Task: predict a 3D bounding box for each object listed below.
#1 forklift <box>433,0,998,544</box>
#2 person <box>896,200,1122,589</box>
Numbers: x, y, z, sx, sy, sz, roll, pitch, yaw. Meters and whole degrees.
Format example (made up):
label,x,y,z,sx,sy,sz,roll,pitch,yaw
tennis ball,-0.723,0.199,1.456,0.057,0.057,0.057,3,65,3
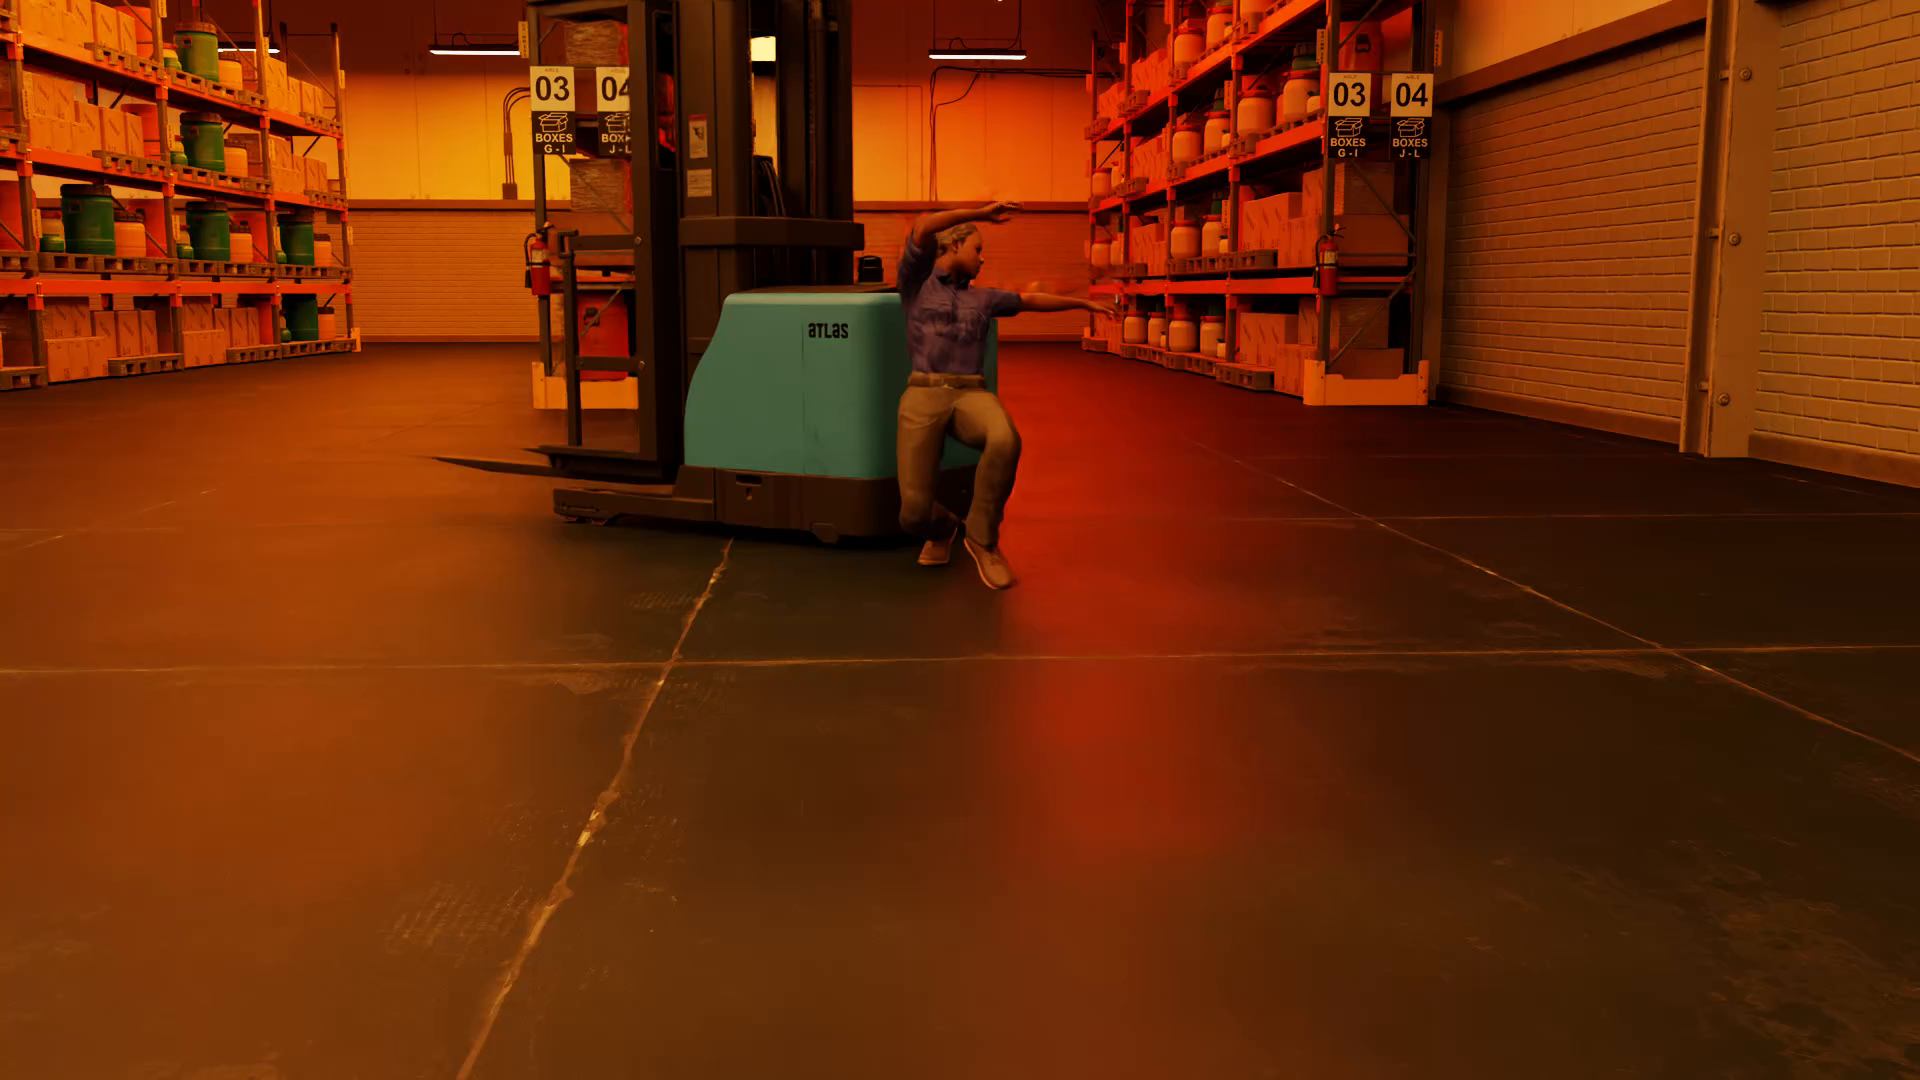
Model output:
label,x,y,z,sx,sy,sz,roll,pitch,yaw
forklift,-1.318,-1.576,7.942,3.031,2.935,1.130,6,10,34
person,0.246,-0.571,6.394,1.002,1.441,0.841,-2,9,-14
